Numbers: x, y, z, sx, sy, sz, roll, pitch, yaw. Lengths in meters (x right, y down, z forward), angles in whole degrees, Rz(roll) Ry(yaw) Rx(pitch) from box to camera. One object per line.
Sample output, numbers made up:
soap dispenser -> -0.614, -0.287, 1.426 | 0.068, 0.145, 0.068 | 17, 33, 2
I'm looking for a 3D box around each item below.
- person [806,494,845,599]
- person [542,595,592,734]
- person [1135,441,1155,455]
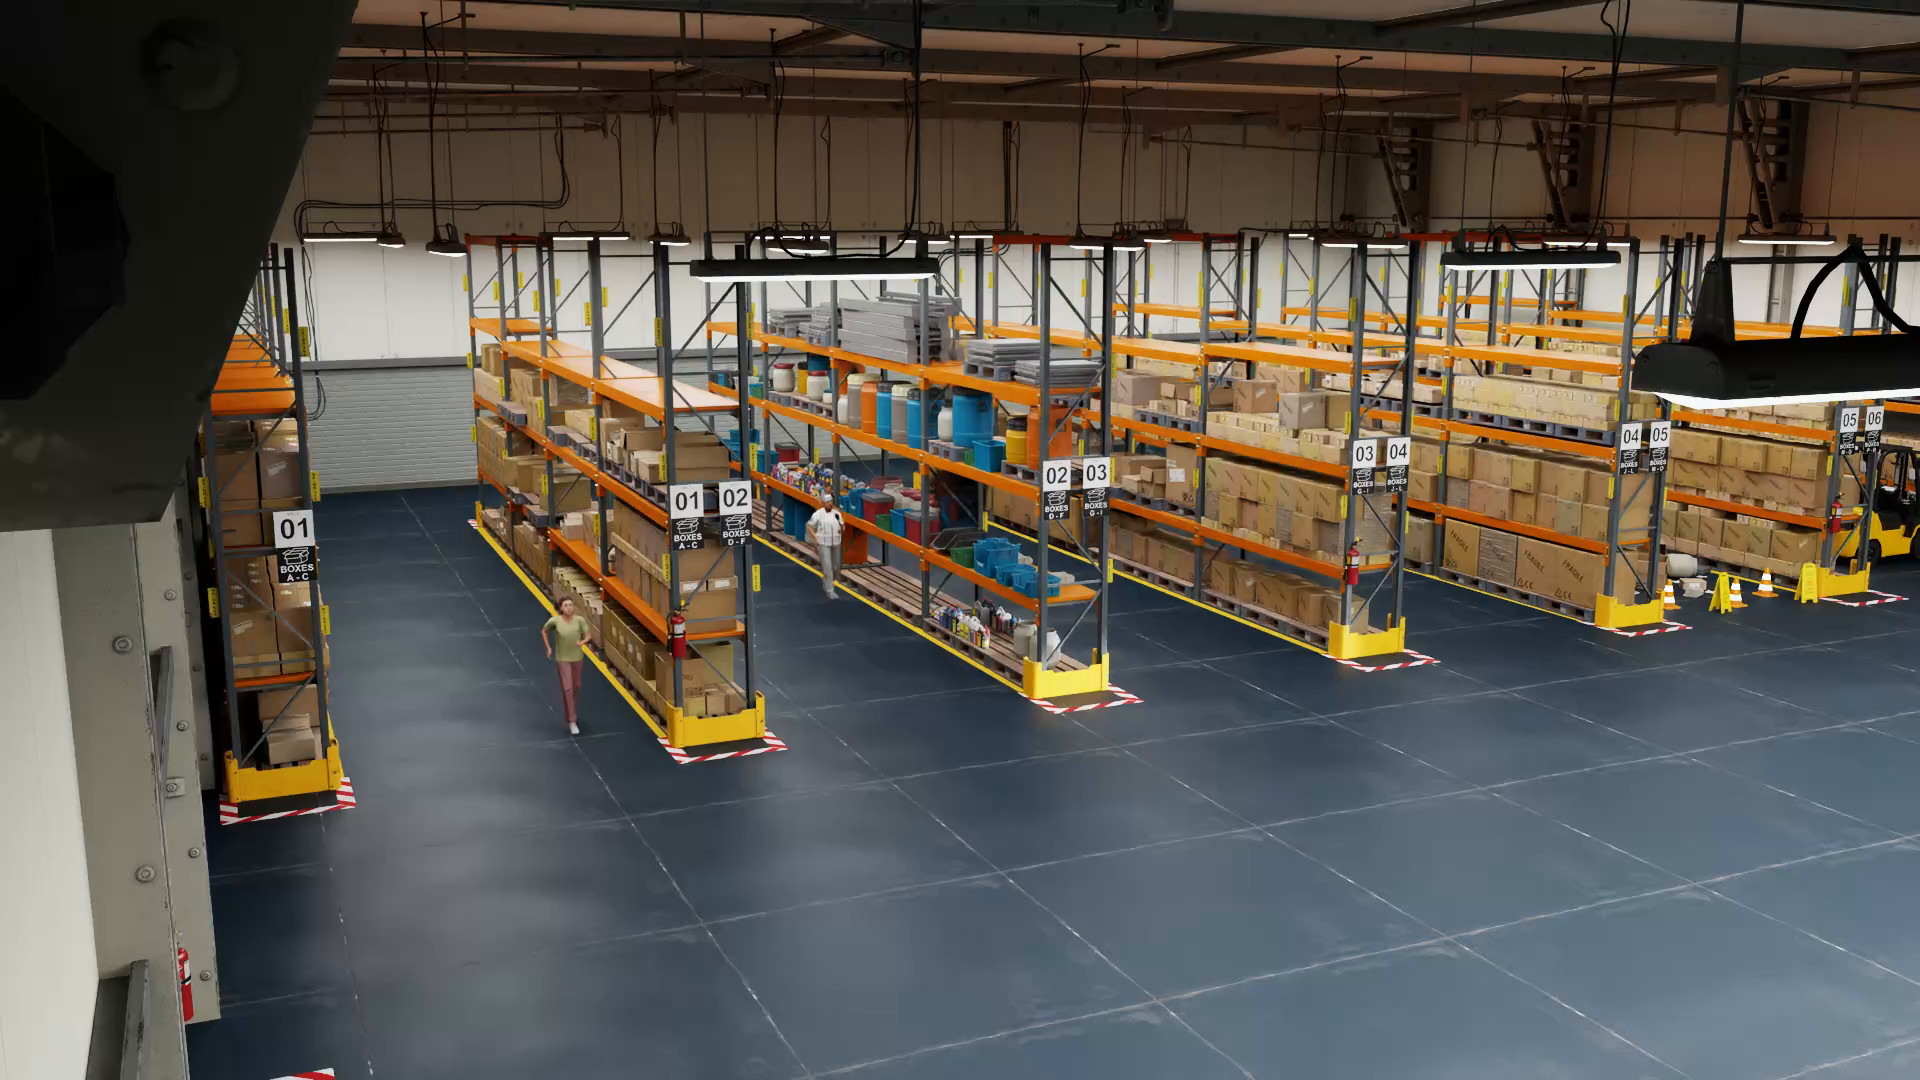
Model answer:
person -> -2.124, 0.095, 26.857 | 0.620, 1.675, 0.786 | -6, 12, -28
person -> -4.895, 1.510, 20.831 | 0.574, 1.676, 0.894 | -5, 12, -26
person -> 4.712, -2.707, 42.566 | 0.609, 1.717, 0.697 | -10, 15, -43
